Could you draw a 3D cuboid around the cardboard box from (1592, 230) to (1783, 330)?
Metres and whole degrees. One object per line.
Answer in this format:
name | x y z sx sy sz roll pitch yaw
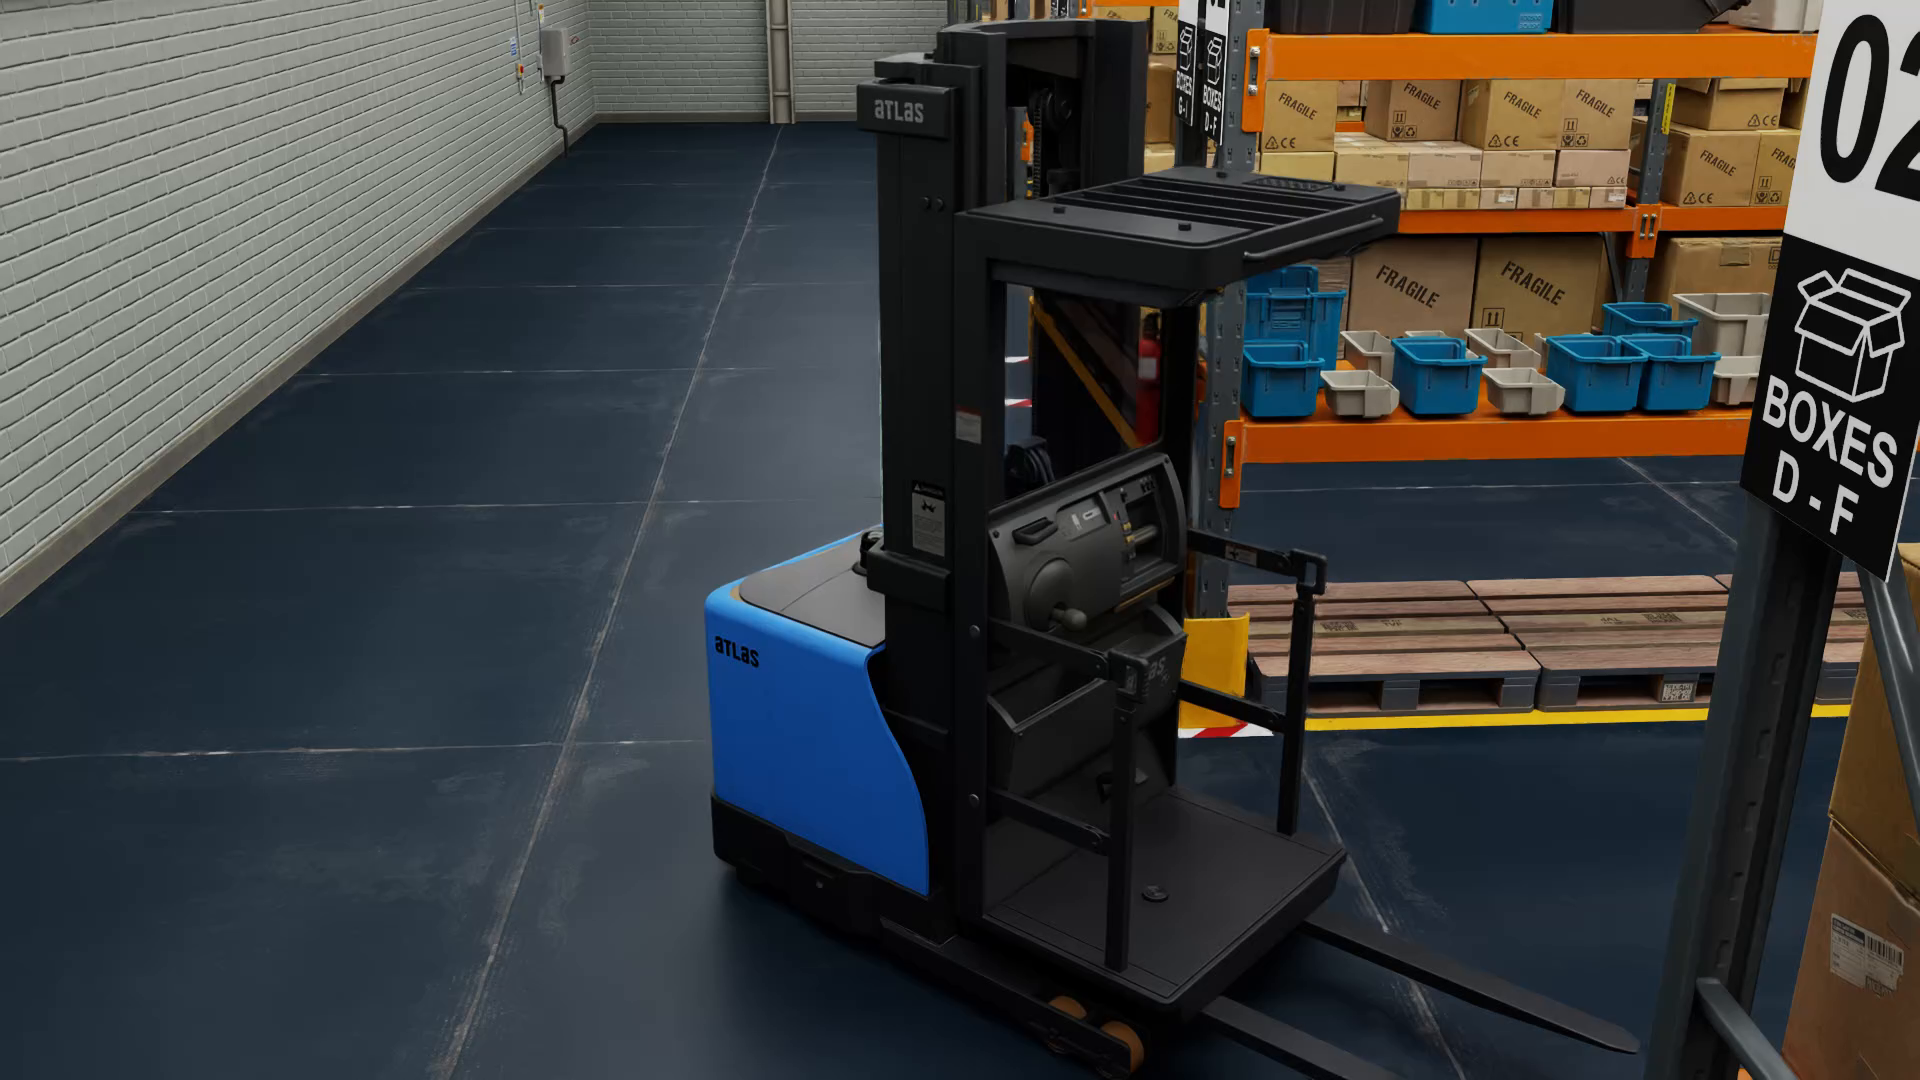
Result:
cardboard box | 5.376 -1.883 12.247 0.875 0.875 1.225 -1 21 -3

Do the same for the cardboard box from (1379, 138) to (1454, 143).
cardboard box | 3.240 -2.791 12.029 0.500 0.250 0.500 -1 21 -2

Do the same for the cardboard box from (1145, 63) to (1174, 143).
cardboard box | 1.216 -3.101 11.789 0.500 0.500 0.500 -1 21 -2

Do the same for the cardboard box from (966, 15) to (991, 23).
cardboard box | 0.360 -7.844 25.302 0.500 0.250 0.500 -1 21 -3

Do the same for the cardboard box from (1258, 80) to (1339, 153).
cardboard box | 2.255 -2.934 11.352 0.500 0.500 0.500 -2 21 -5

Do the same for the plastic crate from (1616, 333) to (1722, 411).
plastic crate | 2.907 -0.690 6.868 0.300 0.233 0.416 -1 21 -3

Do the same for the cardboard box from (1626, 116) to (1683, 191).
cardboard box | 5.189 -2.813 12.153 0.500 0.500 0.500 -1 21 -3

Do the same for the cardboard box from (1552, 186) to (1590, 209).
cardboard box | 4.195 -2.414 11.600 0.250 0.149 0.380 -1 21 -2

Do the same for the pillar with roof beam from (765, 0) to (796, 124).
pillar with roof beam | -2.606 -9.402 21.168 0.400 9.000 9.100 -1 21 -3

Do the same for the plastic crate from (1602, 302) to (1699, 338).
plastic crate | 3.063 -0.902 7.424 0.300 0.233 0.416 -1 21 -3

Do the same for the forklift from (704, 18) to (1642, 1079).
forklift | 0.568 0.016 4.959 3.031 2.935 1.130 17 26 37

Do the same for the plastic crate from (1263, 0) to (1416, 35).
plastic crate | 1.427 -2.069 6.306 0.590 0.269 0.497 -1 21 -3

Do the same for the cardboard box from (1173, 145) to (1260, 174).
cardboard box | 1.758 -2.574 11.459 0.500 0.250 0.500 -1 21 -4

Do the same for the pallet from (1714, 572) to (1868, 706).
pallet | 4.289 0.432 7.690 1.213 0.211 1.003 -1 21 -3

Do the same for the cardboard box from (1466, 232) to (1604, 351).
cardboard box | 4.074 -1.878 12.234 0.875 0.875 0.875 -1 21 -3

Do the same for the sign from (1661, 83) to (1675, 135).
sign | 4.771 -2.904 11.205 0.005 0.325 0.100 -1 21 -3

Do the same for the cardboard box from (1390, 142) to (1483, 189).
cardboard box | 3.286 -2.605 11.539 0.500 0.250 0.500 -1 21 -2

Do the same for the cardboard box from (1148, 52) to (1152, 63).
cardboard box | 1.559 -4.459 16.059 0.500 0.500 0.500 -1 21 -3

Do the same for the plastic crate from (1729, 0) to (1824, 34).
plastic crate | 3.257 -2.101 6.374 0.530 0.282 0.437 -1 21 -3

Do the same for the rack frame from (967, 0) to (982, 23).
rack frame | 0.179 -6.099 20.924 0.127 3.000 1.000 -1 21 -3

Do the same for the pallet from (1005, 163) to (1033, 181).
pallet | 0.972 -4.840 21.536 1.213 0.211 1.003 -1 21 -3

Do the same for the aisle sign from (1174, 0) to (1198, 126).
aisle sign | 0.939 -2.137 6.863 0.004 0.787 0.394 -1 21 -3

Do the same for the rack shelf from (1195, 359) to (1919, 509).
rack shelf | 3.024 -0.523 7.291 4.000 0.370 1.077 -1 21 -3

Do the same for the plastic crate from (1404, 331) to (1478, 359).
plastic crate | 2.121 -0.805 7.307 0.243 0.136 0.396 -1 21 -3

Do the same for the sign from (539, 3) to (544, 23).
sign | -5.627 -7.087 22.360 0.001 0.242 0.339 -1 21 -3

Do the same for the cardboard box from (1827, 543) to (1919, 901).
cardboard box | 1.735 0.320 2.519 0.500 0.500 0.500 -1 21 -4

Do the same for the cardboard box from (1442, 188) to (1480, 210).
cardboard box | 3.425 -2.399 11.558 0.250 0.149 0.380 -1 21 -2

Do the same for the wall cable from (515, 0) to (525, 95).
wall cable | -5.450 -6.465 20.415 0.123 1.953 0.585 -1 21 -3

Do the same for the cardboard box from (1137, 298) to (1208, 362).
cardboard box | 1.379 -1.823 12.090 0.875 0.875 0.875 -1 21 -3

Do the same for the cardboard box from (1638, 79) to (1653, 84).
cardboard box | 6.536 -4.519 16.119 0.250 0.149 0.380 -2 21 -4

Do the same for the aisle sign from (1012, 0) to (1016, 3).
aisle sign | 0.506 -5.449 15.565 0.004 0.787 0.394 -1 21 -3

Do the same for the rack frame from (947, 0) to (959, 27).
rack frame | -0.108 -7.862 25.555 0.127 3.000 1.000 -1 21 -3

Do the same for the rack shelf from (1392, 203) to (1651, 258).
rack shelf | 2.741 -2.283 11.912 4.000 0.370 1.077 -1 21 -3

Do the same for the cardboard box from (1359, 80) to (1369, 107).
cardboard box | 4.089 -4.499 16.164 0.500 0.500 0.500 -1 21 -3

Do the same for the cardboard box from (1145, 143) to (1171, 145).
cardboard box | 1.213 -2.751 11.925 0.500 0.250 0.500 -1 21 -4

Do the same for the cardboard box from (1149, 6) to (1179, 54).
cardboard box | 2.050 -4.925 15.878 0.500 0.500 0.500 -2 21 -4

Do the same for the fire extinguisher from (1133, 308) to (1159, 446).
fire extinguisher | 0.851 -0.767 7.552 0.183 0.674 0.296 -1 21 -3

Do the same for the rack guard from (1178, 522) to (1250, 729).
rack guard | 1.004 0.354 7.488 0.348 0.500 1.175 -1 21 -3

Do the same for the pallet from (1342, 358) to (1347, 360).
pallet | 2.753 -1.343 12.352 1.213 0.211 1.003 -1 21 -3

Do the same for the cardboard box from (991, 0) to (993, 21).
cardboard box | 0.646 -6.707 20.976 0.500 0.500 0.500 0 21 -1

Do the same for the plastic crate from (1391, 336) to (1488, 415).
plastic crate | 1.950 -0.670 6.817 0.300 0.233 0.416 -1 21 -3
